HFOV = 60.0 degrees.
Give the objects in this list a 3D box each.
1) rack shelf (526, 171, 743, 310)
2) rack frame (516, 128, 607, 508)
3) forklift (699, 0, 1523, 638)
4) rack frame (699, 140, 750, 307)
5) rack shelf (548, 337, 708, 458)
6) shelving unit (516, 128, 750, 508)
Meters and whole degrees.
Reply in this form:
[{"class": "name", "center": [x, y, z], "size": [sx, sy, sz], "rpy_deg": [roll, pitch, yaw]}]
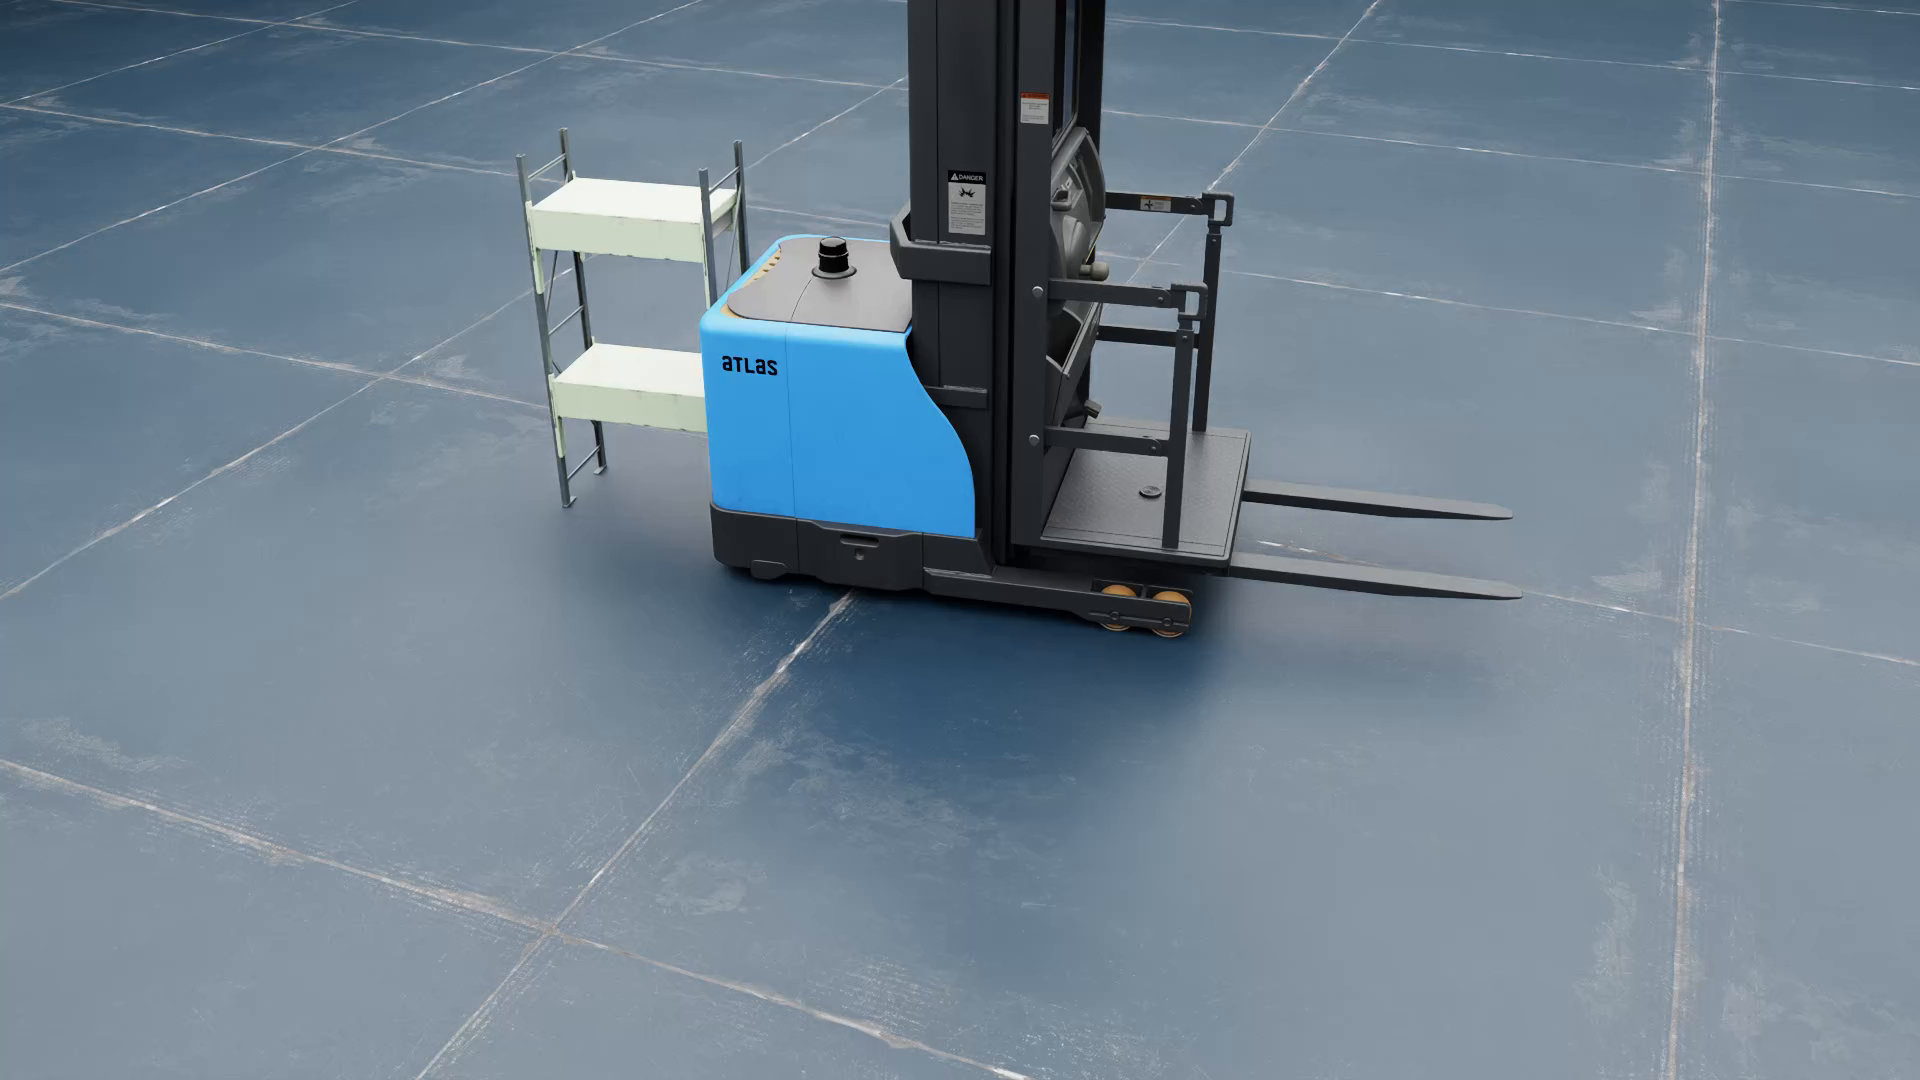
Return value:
[{"class": "rack shelf", "center": [-1.258, -1.182, 6.524], "size": [0.720, 0.370, 0.431], "rpy_deg": [7, 30, 12]}, {"class": "rack frame", "center": [-1.614, -0.885, 6.791], "size": [0.023, 1.500, 0.400], "rpy_deg": [7, 30, 12]}, {"class": "forklift", "center": [0.610, -1.206, 5.905], "size": [3.031, 2.935, 1.130], "rpy_deg": [7, 30, 11]}, {"class": "rack frame", "center": [-0.902, -0.800, 6.641], "size": [0.023, 1.500, 0.400], "rpy_deg": [7, 30, 12]}, {"class": "rack shelf", "center": [-1.258, -0.558, 6.876], "size": [0.720, 0.370, 0.431], "rpy_deg": [7, 30, 12]}, {"class": "shelving unit", "center": [-1.258, -0.842, 6.716], "size": [0.755, 1.500, 0.431], "rpy_deg": [7, 30, 12]}]
